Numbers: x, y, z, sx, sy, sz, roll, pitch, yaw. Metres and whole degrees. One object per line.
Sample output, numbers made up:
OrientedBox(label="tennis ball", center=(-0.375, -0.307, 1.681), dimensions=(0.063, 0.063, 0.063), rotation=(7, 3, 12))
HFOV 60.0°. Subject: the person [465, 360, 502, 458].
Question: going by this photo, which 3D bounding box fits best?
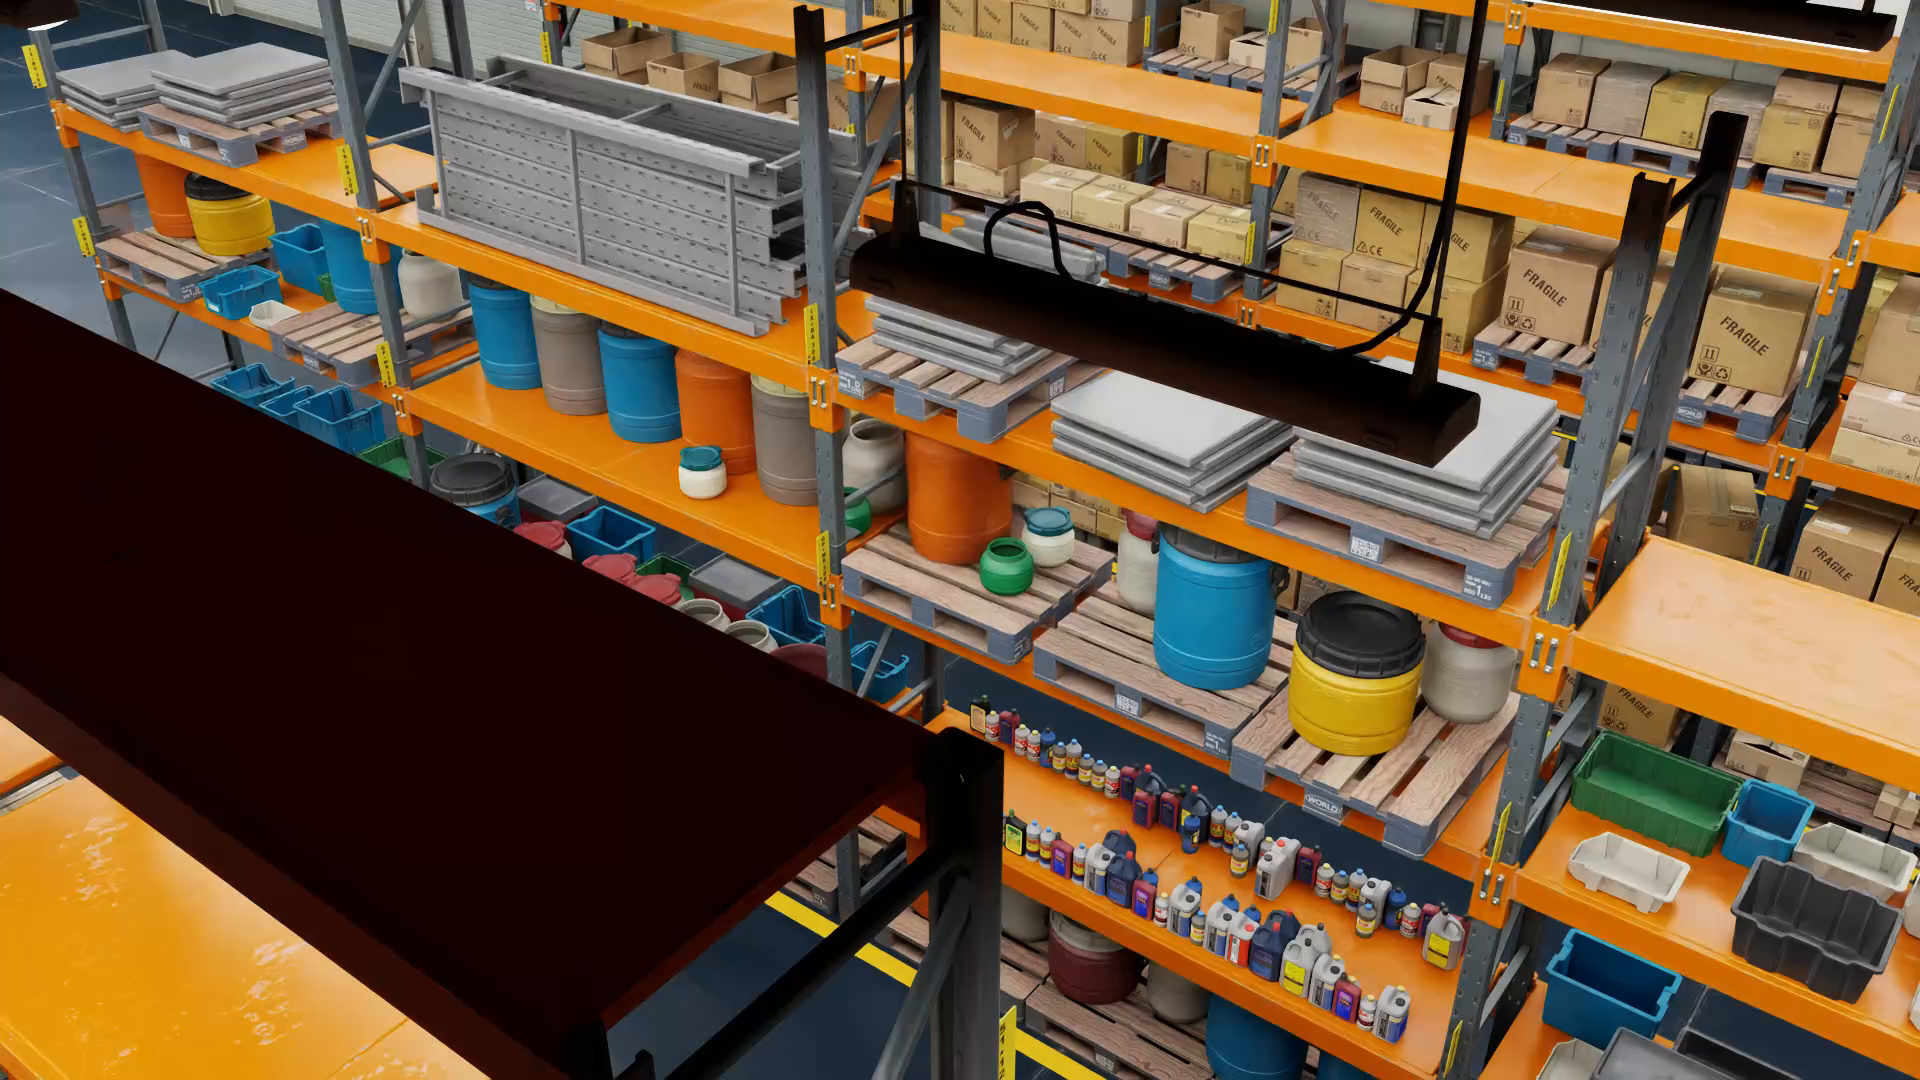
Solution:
OrientedBox(label="person", center=(-4.554, -1.381, 16.096), dimensions=(0.455, 1.482, 0.442), rotation=(-27, 41, -37))
